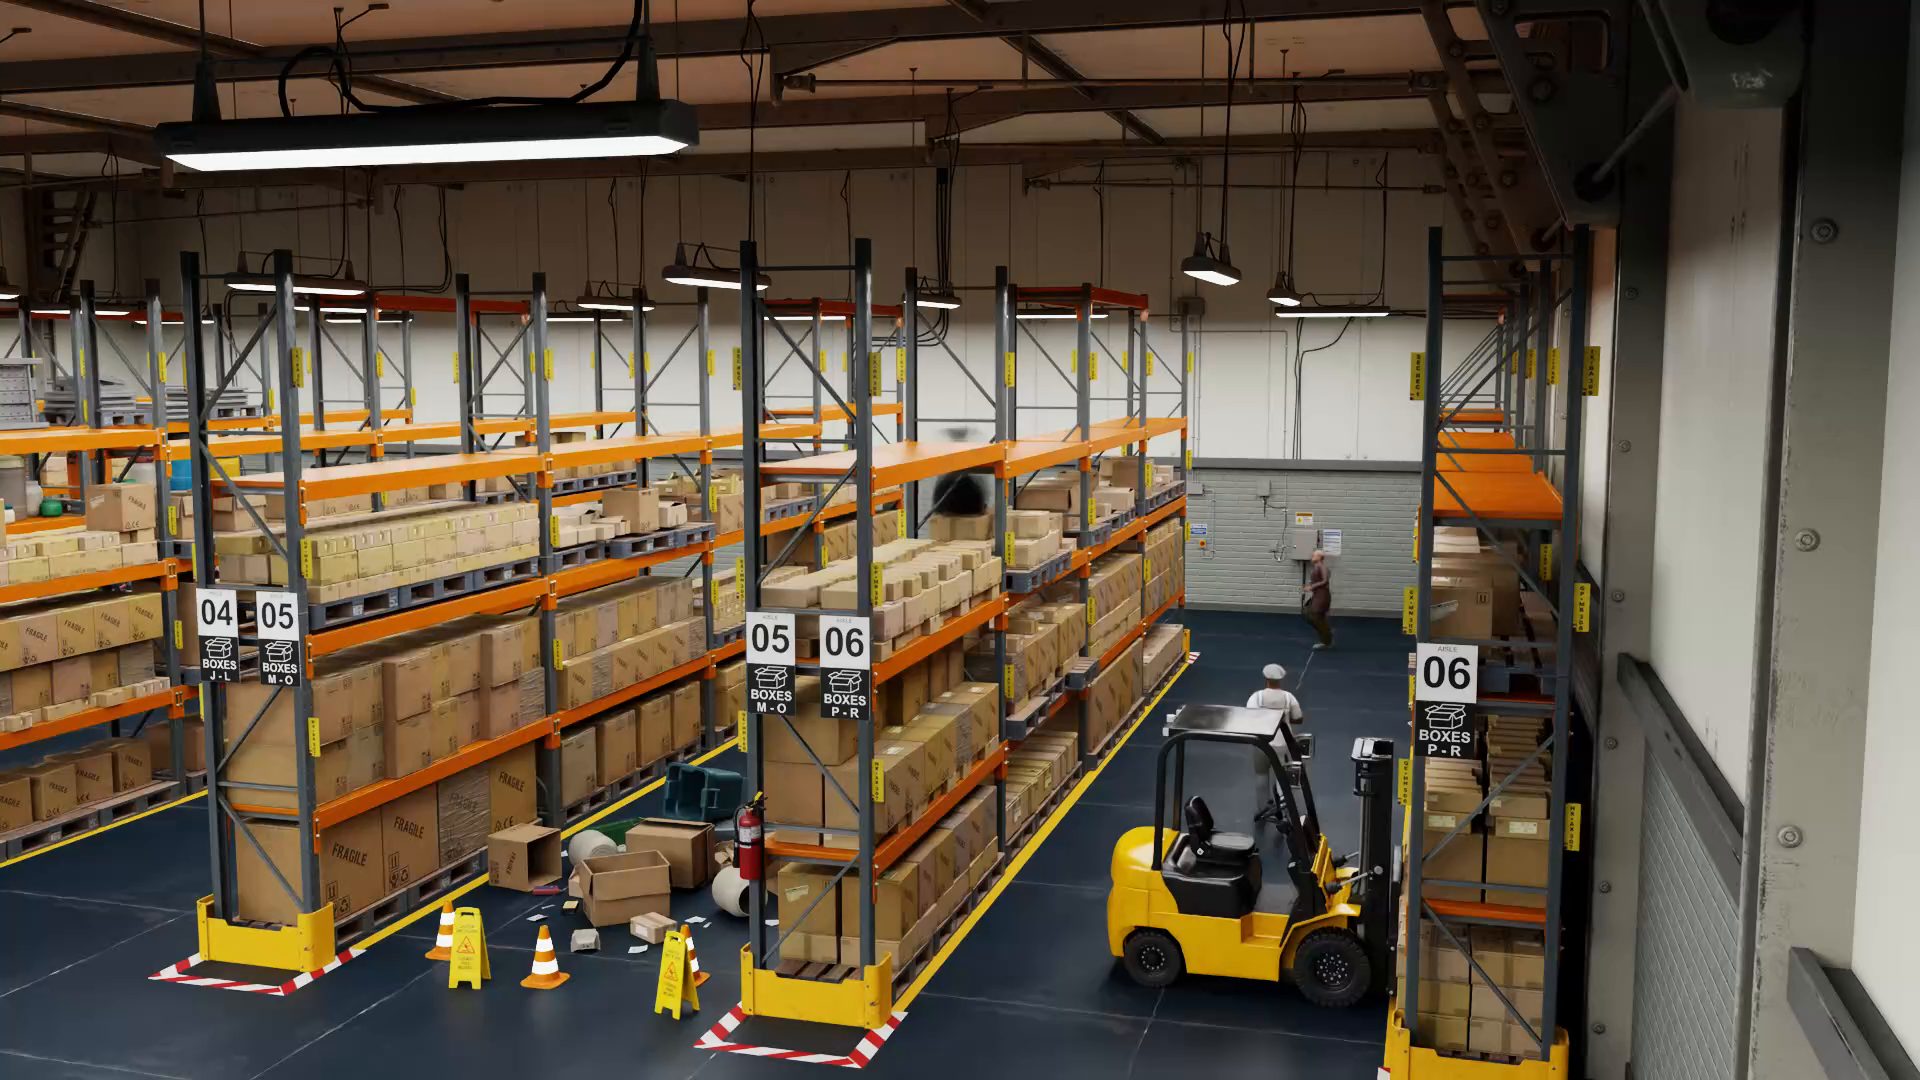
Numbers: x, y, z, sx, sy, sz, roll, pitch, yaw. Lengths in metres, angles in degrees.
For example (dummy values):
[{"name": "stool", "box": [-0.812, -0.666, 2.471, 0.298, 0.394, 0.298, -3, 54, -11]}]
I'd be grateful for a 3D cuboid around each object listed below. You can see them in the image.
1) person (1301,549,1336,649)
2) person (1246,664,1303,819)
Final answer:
[{"name": "person", "box": [6.312, 1.125, 29.376, 0.655, 1.550, 0.849, 0, 6, 2]}, {"name": "person", "box": [3.436, 2.236, 18.340, 0.670, 1.745, 0.926, 1, 6, 7]}]
